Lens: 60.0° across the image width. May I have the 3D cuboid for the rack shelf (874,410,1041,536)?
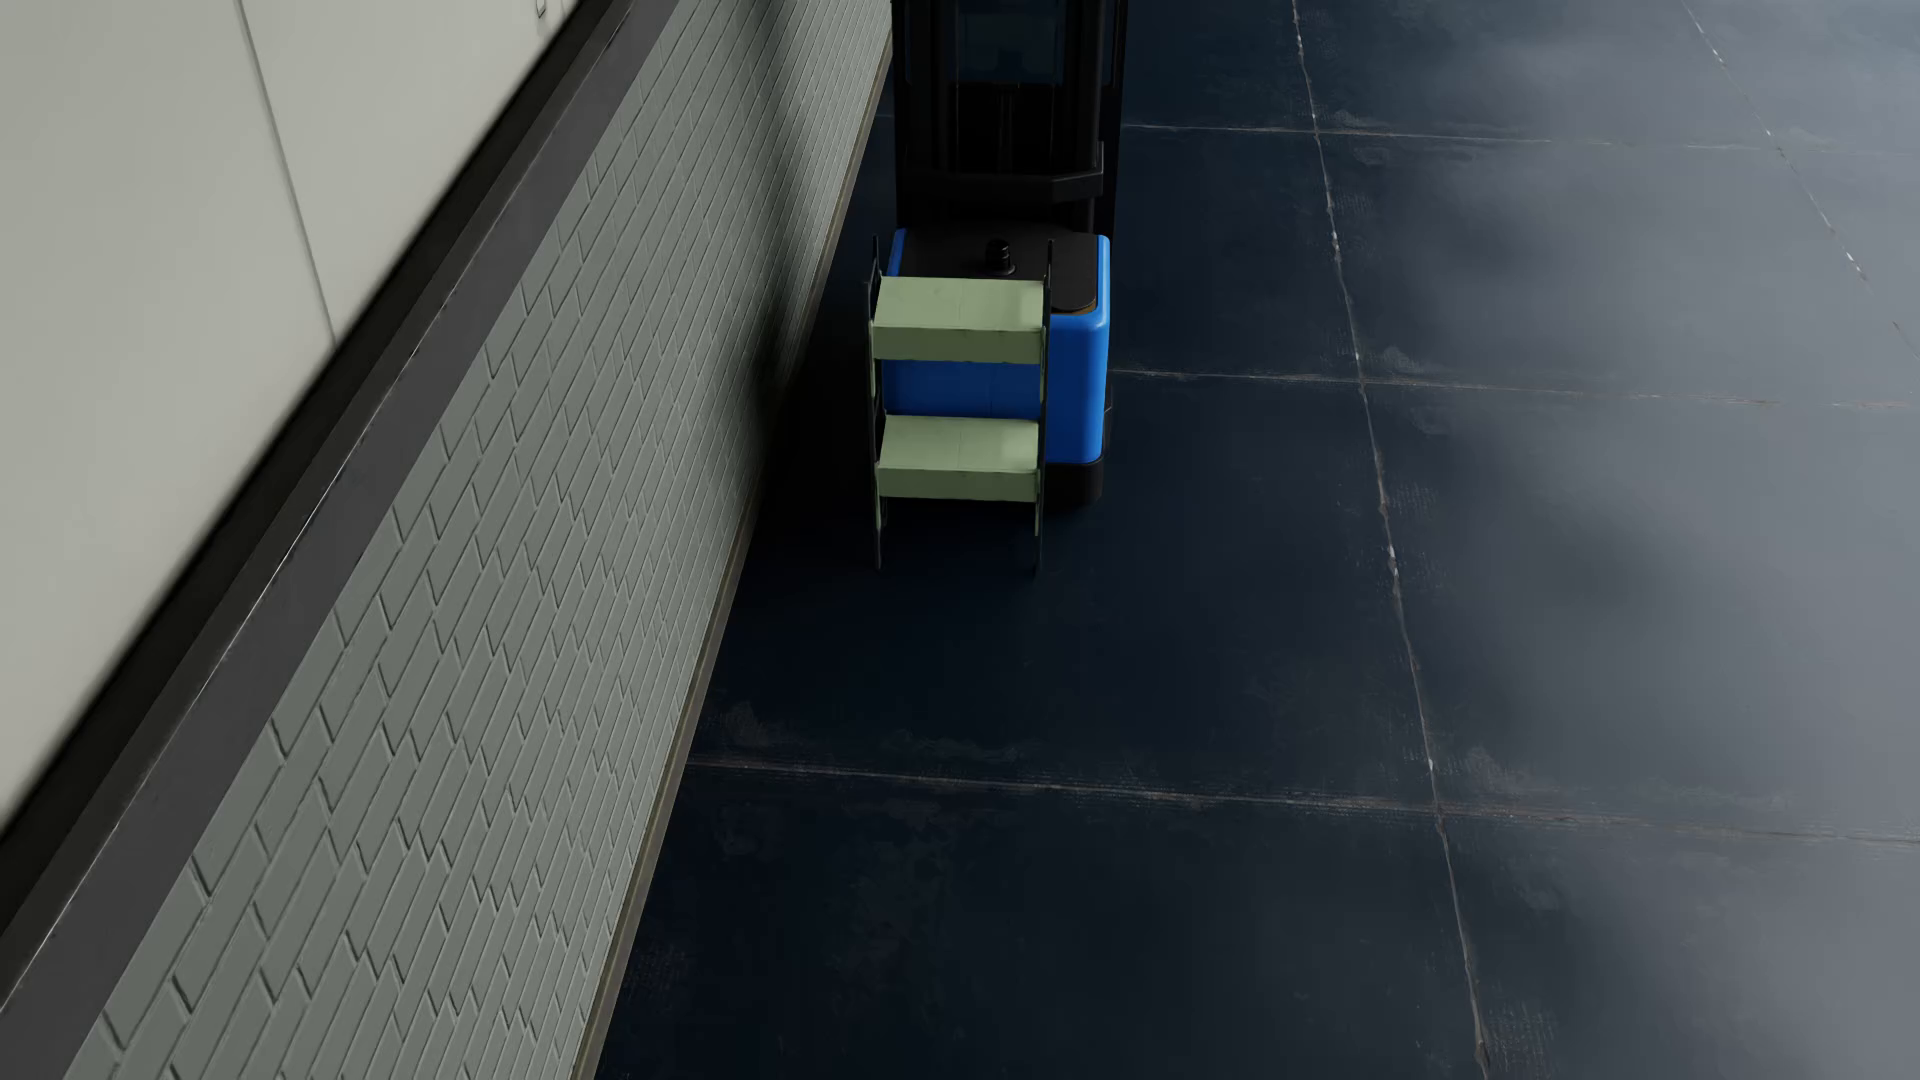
[{"bbox_3d":[-0.001,-0.303,7.451,0.720,0.370,0.431,2,39,3],"label":"rack shelf"}]

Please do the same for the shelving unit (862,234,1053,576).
[{"bbox_3d":[-0.001,-0.556,7.245,0.755,1.500,0.431,2,39,3],"label":"shelving unit"}]

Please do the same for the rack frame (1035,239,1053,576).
[{"bbox_3d":[0.364,-0.543,7.229,0.023,1.500,0.400,2,39,3],"label":"rack frame"}]

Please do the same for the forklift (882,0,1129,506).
[{"bbox_3d":[0.245,-2.211,8.144,1.130,2.935,3.031,2,39,3],"label":"forklift"}]

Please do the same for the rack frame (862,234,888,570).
[{"bbox_3d":[-0.367,-0.570,7.262,0.023,1.500,0.400,2,39,3],"label":"rack frame"}]

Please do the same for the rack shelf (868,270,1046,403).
[{"bbox_3d":[-0.001,-0.859,6.999,0.720,0.370,0.431,2,39,3],"label":"rack shelf"}]
